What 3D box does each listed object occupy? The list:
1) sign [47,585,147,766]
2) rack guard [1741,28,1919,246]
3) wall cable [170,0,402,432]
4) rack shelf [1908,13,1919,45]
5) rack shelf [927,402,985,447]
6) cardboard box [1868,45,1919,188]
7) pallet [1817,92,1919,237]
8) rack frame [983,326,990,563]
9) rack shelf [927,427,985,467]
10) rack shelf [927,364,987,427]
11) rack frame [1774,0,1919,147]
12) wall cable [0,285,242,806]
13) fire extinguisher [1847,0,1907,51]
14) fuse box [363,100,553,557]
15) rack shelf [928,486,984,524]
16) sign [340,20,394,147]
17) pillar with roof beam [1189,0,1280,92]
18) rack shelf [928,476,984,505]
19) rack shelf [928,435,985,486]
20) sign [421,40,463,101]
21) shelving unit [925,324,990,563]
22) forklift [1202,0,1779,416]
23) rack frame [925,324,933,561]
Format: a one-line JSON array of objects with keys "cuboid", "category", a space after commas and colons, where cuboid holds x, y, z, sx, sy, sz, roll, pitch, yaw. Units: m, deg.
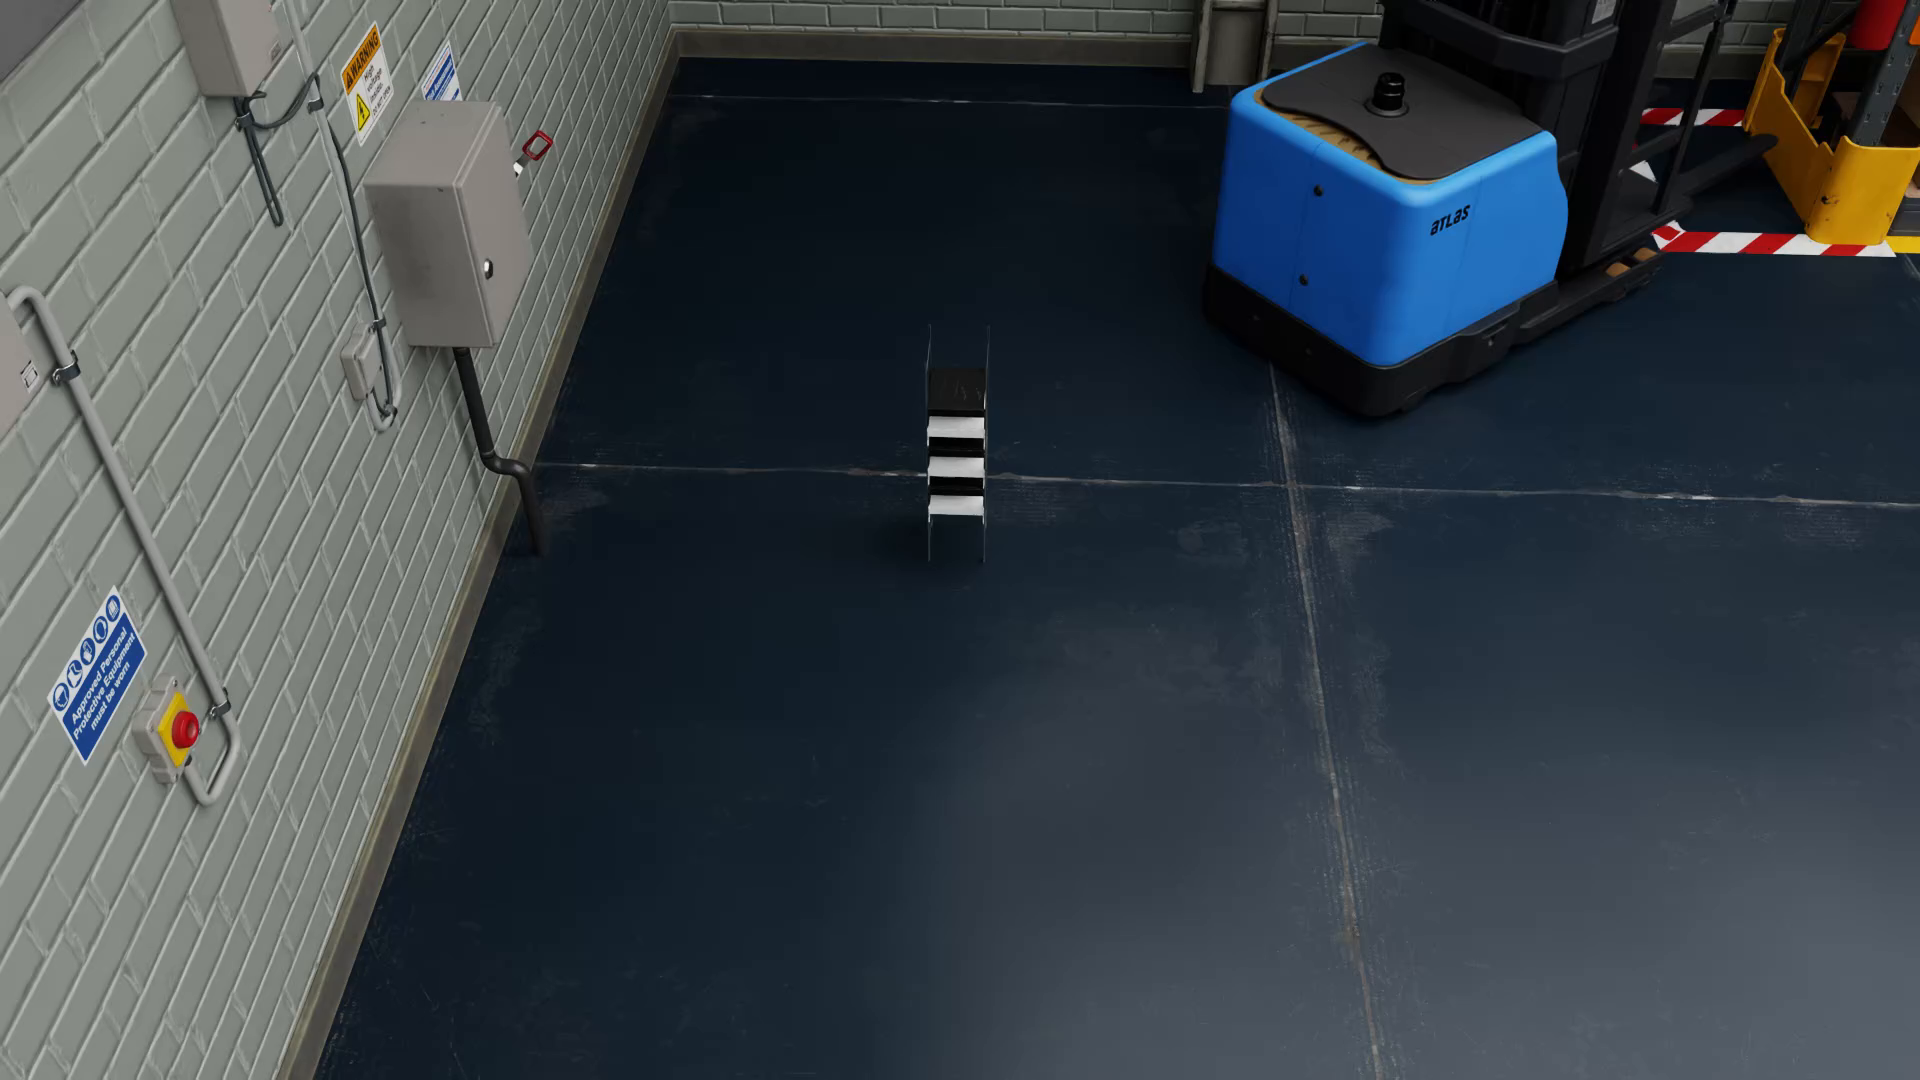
[{"cuboid": [-1.833, 0.287, 3.543, 0.001, 0.218, 0.327, 2, 43, 2], "category": "sign"}, {"cuboid": [4.160, -1.951, 7.978, 0.348, 0.500, 1.175, 2, 43, 2], "category": "rack guard"}, {"cuboid": [-1.717, -0.983, 4.360, 0.122, 1.984, 0.588, 2, 43, 2], "category": "wall cable"}, {"cuboid": [6.082, -2.544, 7.308, 4.000, 0.370, 1.077, 2, 43, 2], "category": "rack shelf"}, {"cuboid": [-0.008, -0.437, 5.844, 0.200, 0.077, 0.258, 2, 43, 2], "category": "rack shelf"}, {"cuboid": [4.691, -2.025, 7.747, 0.637, 0.503, 0.797, 0, 43, 0], "category": "cardboard box"}, {"cuboid": [4.957, -1.822, 8.051, 1.213, 0.211, 1.003, 2, 43, 2], "category": "pallet"}, {"cuboid": [0.093, -0.326, 5.940, 0.006, 0.900, 0.240, 2, 43, 2], "category": "rack frame"}, {"cuboid": [-0.008, -0.371, 5.905, 0.200, 0.077, 0.258, 2, 43, 2], "category": "rack shelf"}, {"cuboid": [-0.008, -0.503, 5.782, 0.200, 0.077, 0.258, 2, 43, 2], "category": "rack shelf"}, {"cuboid": [4.084, -2.868, 7.128, 0.127, 3.000, 1.000, 2, 43, 2], "category": "rack frame"}, {"cuboid": [-1.770, -0.029, 3.312, 0.123, 1.953, 0.585, 2, 43, 2], "category": "wall cable"}, {"cuboid": [3.916, -2.393, 6.949, 0.183, 0.674, 0.296, 2, 43, 2], "category": "fire extinguisher"}, {"cuboid": [-1.529, -0.600, 5.639, 0.414, 1.711, 0.539, 2, 43, 2], "category": "fuse box"}, {"cuboid": [-0.008, -0.173, 6.089, 0.200, 0.077, 0.258, 2, 43, 2], "category": "rack shelf"}, {"cuboid": [-1.739, -1.342, 4.884, 0.001, 0.242, 0.339, 2, 43, 2], "category": "sign"}, {"cuboid": [1.237, -2.829, 2.684, 0.400, 9.000, 9.100, 2, 43, 2], "category": "pillar with roof beam"}, {"cuboid": [-0.008, -0.239, 6.028, 0.200, 0.077, 0.258, 2, 43, 2], "category": "rack shelf"}, {"cuboid": [-0.008, -0.305, 5.966, 0.200, 0.077, 0.258, 2, 43, 2], "category": "rack shelf"}, {"cuboid": [-1.714, -1.379, 5.600, 0.001, 0.494, 0.329, 2, 43, 2], "category": "sign"}, {"cuboid": [-0.008, -0.330, 5.944, 0.210, 0.900, 0.258, 2, 43, 2], "category": "shelving unit"}, {"cuboid": [2.535, -2.397, 6.672, 3.031, 2.935, 1.130, -27, 49, -26], "category": "forklift"}, {"cuboid": [-0.110, -0.333, 5.947, 0.006, 0.900, 0.240, 2, 43, 2], "category": "rack frame"}]
